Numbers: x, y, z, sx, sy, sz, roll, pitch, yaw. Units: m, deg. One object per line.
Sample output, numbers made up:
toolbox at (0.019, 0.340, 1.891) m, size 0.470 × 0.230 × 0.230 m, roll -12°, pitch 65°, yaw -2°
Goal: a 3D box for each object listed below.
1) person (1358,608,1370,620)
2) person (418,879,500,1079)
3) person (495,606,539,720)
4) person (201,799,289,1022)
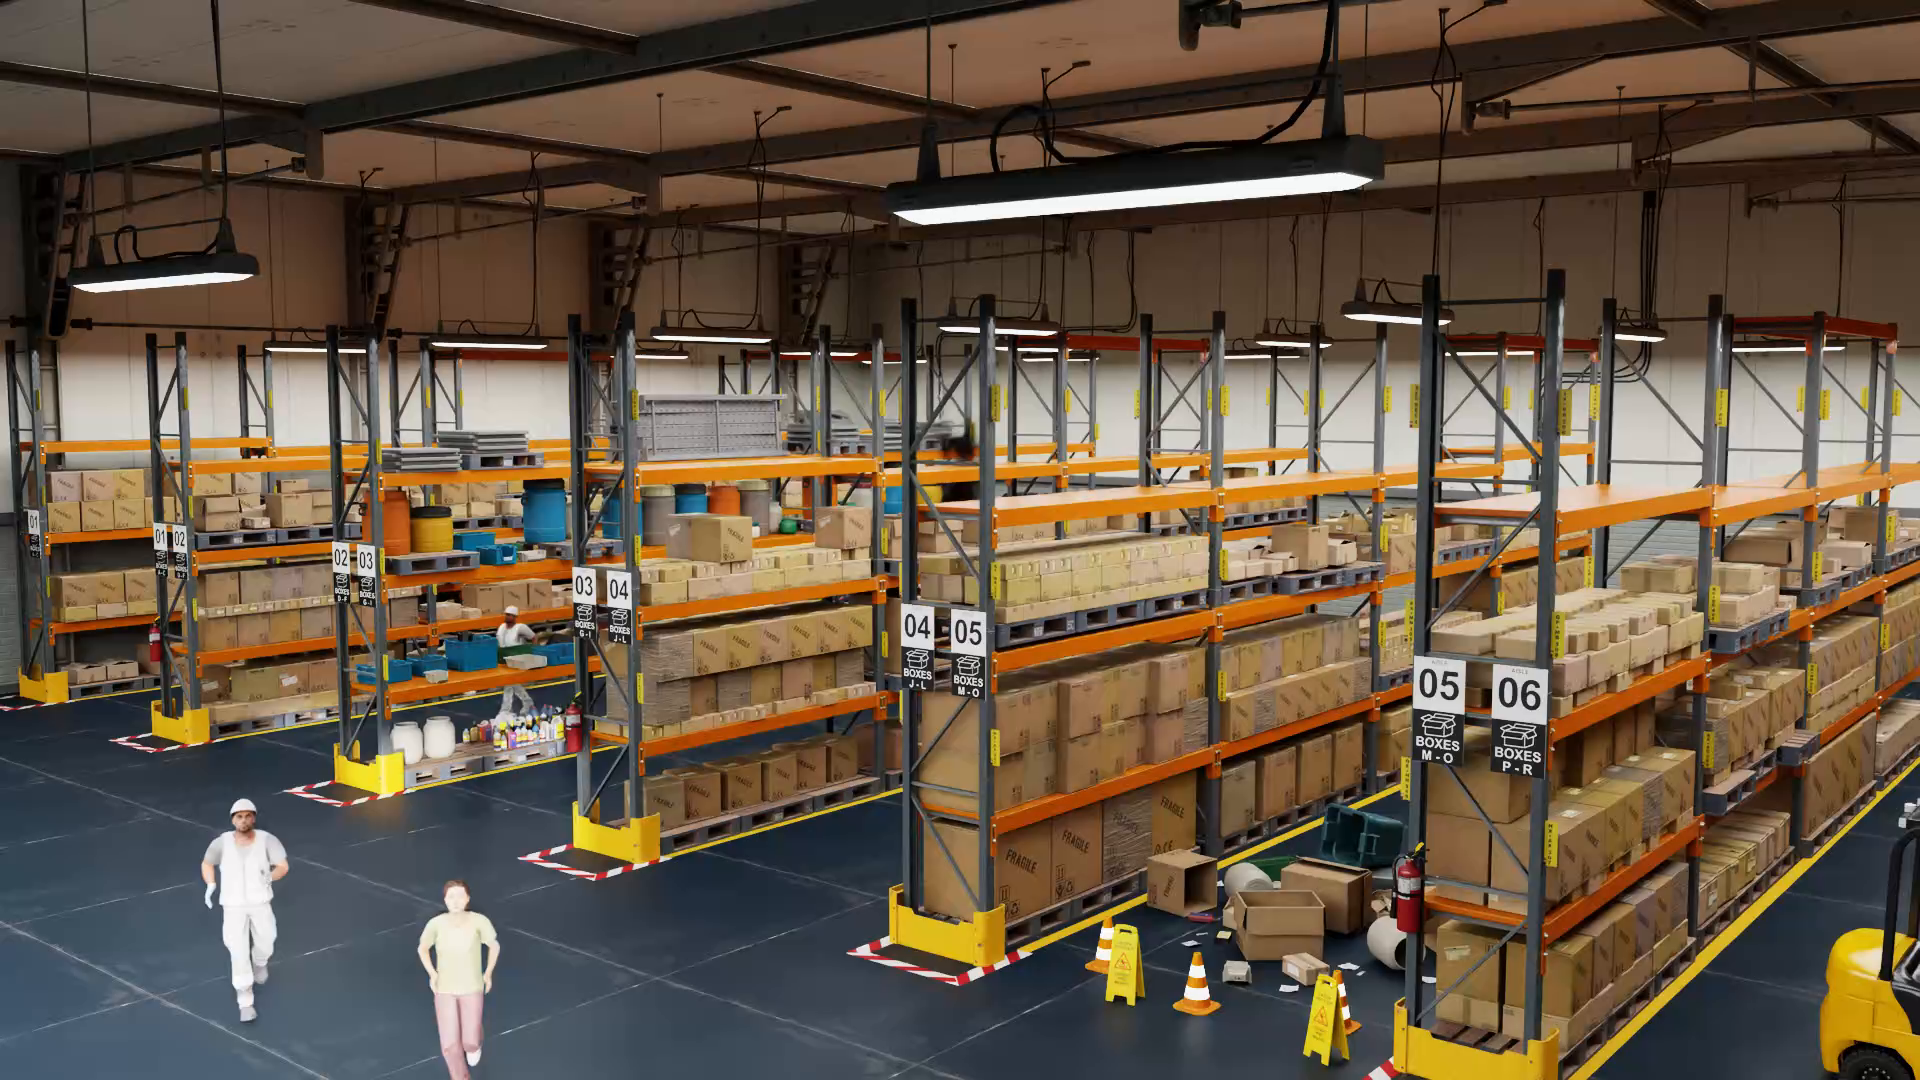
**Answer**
person at (6.371, 1.935, 26.242) m, size 0.709 × 1.737 × 0.757 m, roll 4°, pitch 7°, yaw 38°
person at (-3.659, 3.271, 12.153) m, size 0.581 × 1.637 × 0.648 m, roll -1°, pitch 5°, yaw -11°
person at (-6.992, 1.914, 25.917) m, size 0.678 × 1.784 × 0.972 m, roll 3°, pitch 6°, yaw 34°
person at (-5.951, 3.033, 13.874) m, size 0.669 × 1.766 × 0.928 m, roll -2°, pitch 6°, yaw -24°
